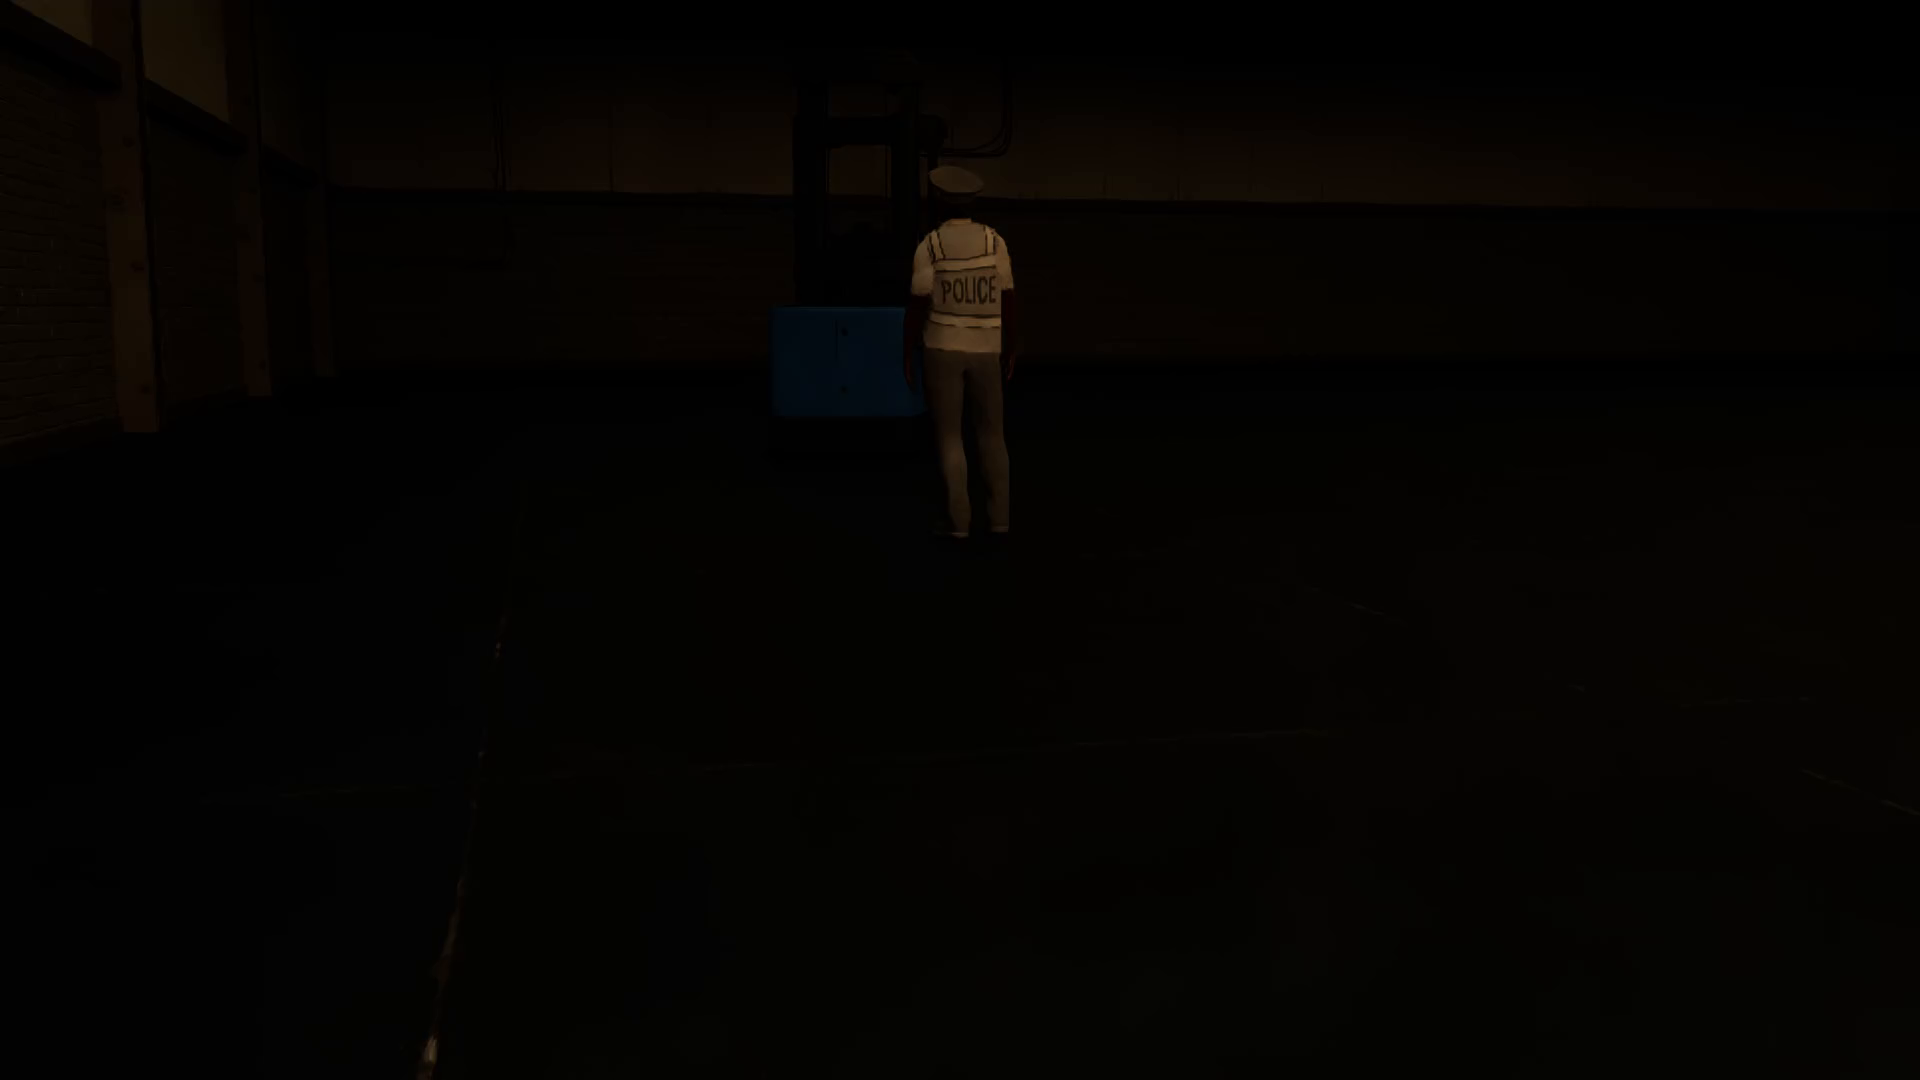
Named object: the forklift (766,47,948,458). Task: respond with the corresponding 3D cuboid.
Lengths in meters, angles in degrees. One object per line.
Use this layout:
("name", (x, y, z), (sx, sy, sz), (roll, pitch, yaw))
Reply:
("forklift", (-0.685, -2.205, 12.879), (1.130, 2.935, 3.031), (1, 8, 6))

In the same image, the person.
("person", (0.002, -0.858, 7.665), (0.570, 1.695, 0.529), (-2, 8, -13))
